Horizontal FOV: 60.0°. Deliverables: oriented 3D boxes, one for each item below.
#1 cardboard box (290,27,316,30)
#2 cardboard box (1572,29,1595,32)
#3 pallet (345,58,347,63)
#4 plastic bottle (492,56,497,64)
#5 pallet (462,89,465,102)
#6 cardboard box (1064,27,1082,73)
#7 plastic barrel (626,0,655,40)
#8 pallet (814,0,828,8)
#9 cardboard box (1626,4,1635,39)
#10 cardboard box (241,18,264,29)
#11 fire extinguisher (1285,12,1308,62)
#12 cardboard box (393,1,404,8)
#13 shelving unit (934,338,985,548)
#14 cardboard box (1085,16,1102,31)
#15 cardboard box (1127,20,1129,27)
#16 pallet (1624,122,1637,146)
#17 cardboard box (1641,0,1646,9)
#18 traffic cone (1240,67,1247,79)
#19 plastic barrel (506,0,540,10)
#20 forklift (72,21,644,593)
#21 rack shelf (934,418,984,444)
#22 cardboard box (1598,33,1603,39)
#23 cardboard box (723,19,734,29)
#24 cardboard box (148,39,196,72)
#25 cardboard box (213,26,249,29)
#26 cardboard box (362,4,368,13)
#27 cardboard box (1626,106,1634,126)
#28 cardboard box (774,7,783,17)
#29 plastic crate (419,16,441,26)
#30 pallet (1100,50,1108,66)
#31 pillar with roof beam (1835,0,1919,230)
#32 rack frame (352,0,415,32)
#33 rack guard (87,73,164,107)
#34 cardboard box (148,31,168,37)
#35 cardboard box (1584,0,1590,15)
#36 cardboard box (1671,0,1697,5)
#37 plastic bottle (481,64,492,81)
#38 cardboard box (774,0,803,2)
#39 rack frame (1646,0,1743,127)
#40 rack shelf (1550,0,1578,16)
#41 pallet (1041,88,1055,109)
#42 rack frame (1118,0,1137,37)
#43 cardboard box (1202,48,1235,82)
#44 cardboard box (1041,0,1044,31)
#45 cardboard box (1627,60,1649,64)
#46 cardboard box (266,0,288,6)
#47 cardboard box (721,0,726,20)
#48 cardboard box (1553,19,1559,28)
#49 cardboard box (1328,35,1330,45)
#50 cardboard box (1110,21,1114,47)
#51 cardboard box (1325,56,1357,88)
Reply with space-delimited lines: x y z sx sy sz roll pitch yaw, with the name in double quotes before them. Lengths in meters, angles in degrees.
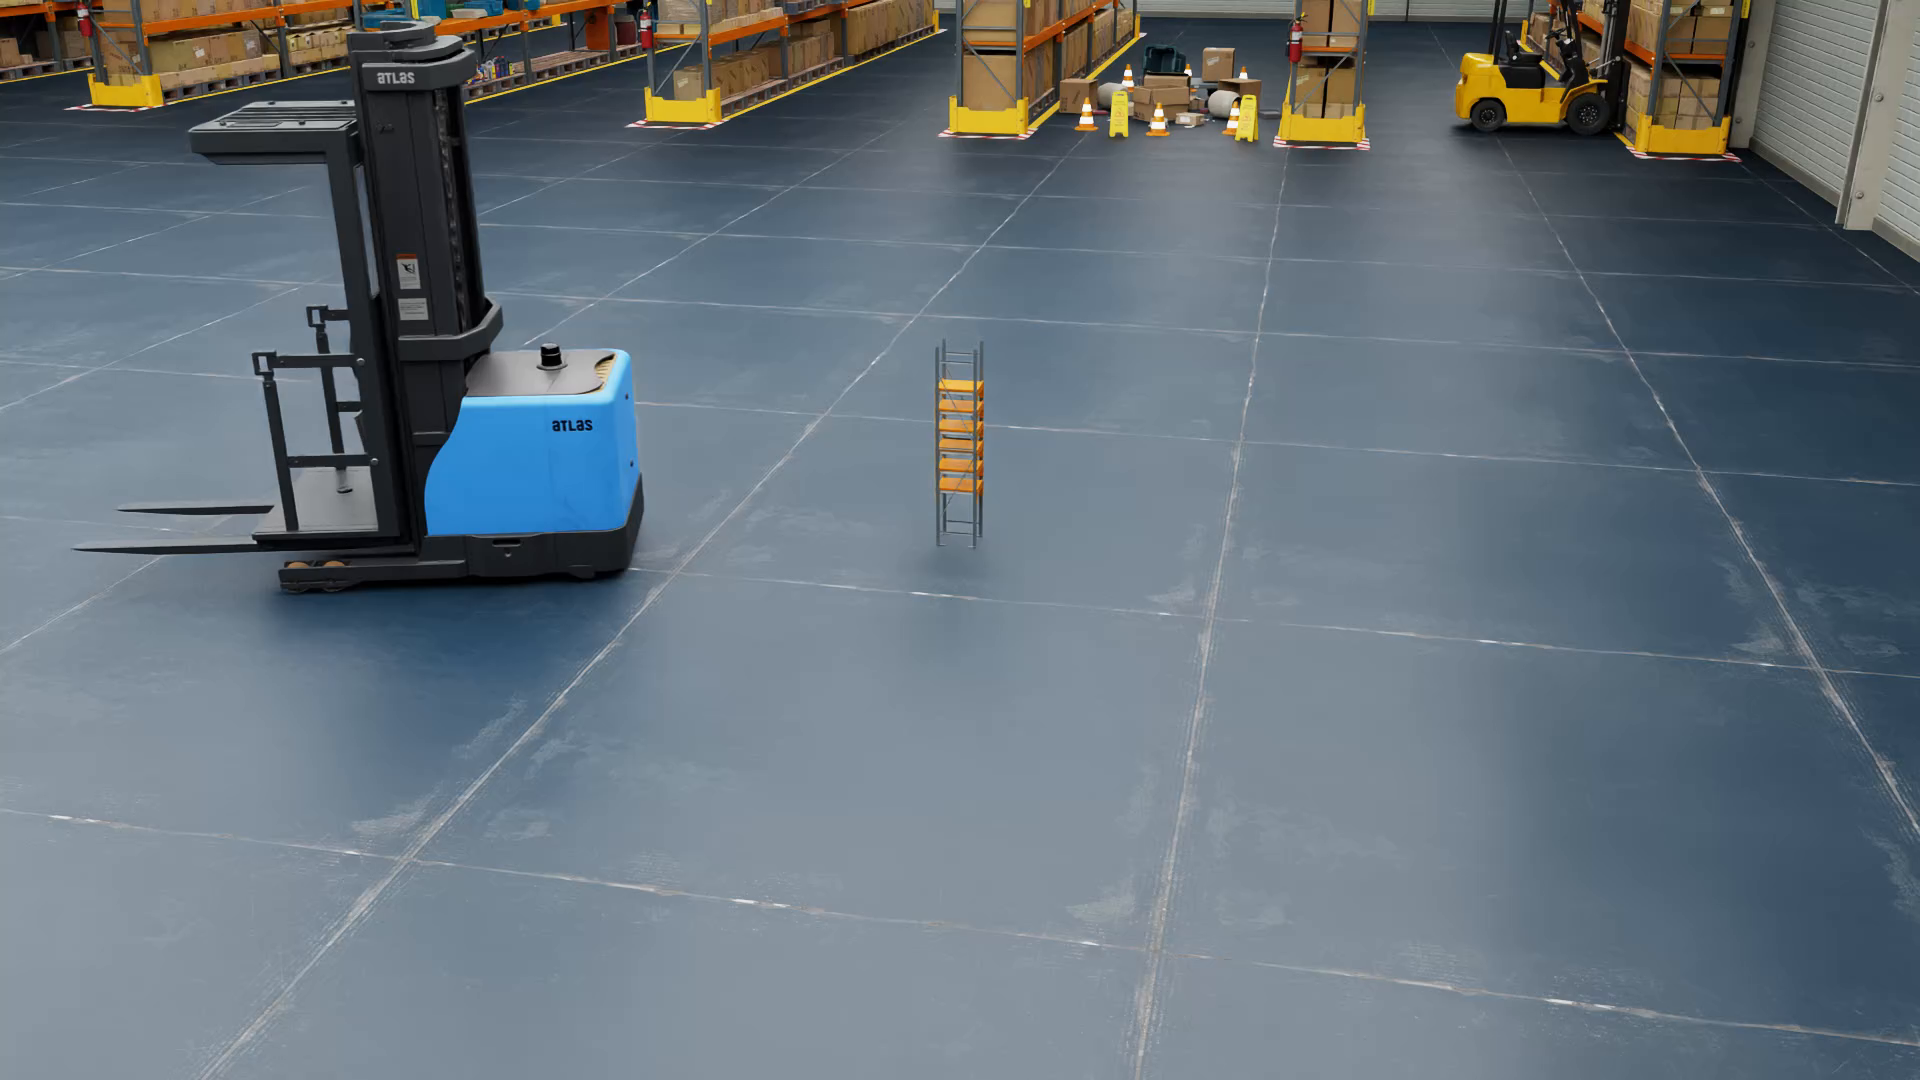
"cardboard box" -13.162 -10.151 33.412 0.500 0.311 0.500 4 22 10
"cardboard box" 11.874 -9.644 31.699 0.380 0.149 0.250 5 22 12
"pallet" -12.664 -10.117 34.690 1.003 0.211 1.213 4 22 11
"plastic bottle" -8.416 -8.595 30.137 0.144 0.351 0.185 4 22 11
"pallet" -9.102 -7.438 28.040 1.003 0.211 1.213 4 22 11
"cardboard box" 1.687 -9.152 31.012 1.050 0.750 0.750 5 22 12
"plastic barrel" -7.066 -11.557 36.781 0.600 0.901 0.708 4 22 11
"pallet" -3.125 -10.136 31.262 1.003 0.211 1.213 4 22 11
"cardboard box" 10.446 -7.883 25.279 0.500 0.500 0.500 4 22 10
"cardboard box" -16.676 -12.172 38.377 0.750 0.750 0.750 5 23 13
"fire extinguisher" 4.834 -7.228 23.889 0.296 0.674 0.183 4 22 11
"cardboard box" -12.285 -11.856 37.030 0.500 0.250 0.500 4 22 10
"shelving unit" -0.003 -0.551 9.616 0.258 1.200 0.189 4 22 11
"cardboard box" 2.555 -10.339 33.290 0.500 0.250 0.500 4 22 10
"cardboard box" 3.681 -11.877 38.186 0.380 0.149 0.250 5 22 12
"pallet" 10.283 -5.883 24.178 1.003 0.211 1.213 4 22 11
"cardboard box" 10.202 -7.860 24.352 0.380 0.149 0.250 5 22 11
"traffic cone" 5.007 -8.117 29.388 0.336 0.463 0.334 4 22 11
"plastic barrel" -8.051 -10.217 30.536 0.600 0.901 0.708 4 22 11
"forklift" -3.398 -1.274 9.093 3.031 2.935 1.130 -2 22 -4
"rack shelf" -0.003 -0.621 9.588 0.258 0.103 0.180 4 22 11
"cardboard box" 12.265 -9.515 31.378 0.380 0.149 0.250 5 22 12
"cardboard box" -3.878 -8.360 26.931 0.380 0.149 0.250 4 22 11
"cardboard box" -13.663 -8.412 28.839 0.500 0.500 0.500 4 22 11
"cardboard box" -13.675 -9.367 31.211 0.500 0.500 0.500 4 22 11
"cardboard box" -15.721 -13.782 42.843 0.700 0.500 0.500 4 22 11
"cardboard box" 10.065 -6.190 24.326 0.500 0.250 0.500 4 22 11
"cardboard box" -3.333 -9.271 29.195 0.380 0.149 0.250 4 22 11
"plastic crate" -8.745 -8.584 27.505 0.298 0.136 0.250 4 22 11
"pallet" 2.486 -9.974 34.335 1.003 0.211 1.213 4 22 11
"pillar with roof beam" 5.754 -7.996 17.662 9.100 9.000 0.400 4 22 11
"rack frame" -9.242 -8.403 26.704 1.000 3.000 0.127 4 22 11
"rack guard" -14.095 -7.614 28.090 1.175 0.500 0.348 4 22 11
"cardboard box" -17.404 -10.862 35.565 0.700 0.500 0.500 5 22 12
"cardboard box" 11.363 -9.422 29.435 0.500 0.250 0.500 4 22 10
"cardboard box" 10.035 -7.526 23.124 0.380 0.149 0.250 5 22 11
"plastic bottle" -8.417 -8.302 29.509 0.152 0.276 0.135 5 22 12
"cardboard box" -3.278 -10.242 29.903 1.000 1.000 1.000 5 22 11
"rack frame" 10.168 -6.893 22.955 1.000 3.000 0.127 4 22 11
"rack shelf" 12.209 -10.217 32.170 1.077 0.370 4.000 4 22 11
"pallet" 1.026 -7.508 28.214 1.003 0.211 1.213 4 22 11
"rack frame" 3.706 -13.462 39.265 1.000 3.000 0.127 4 22 11
"cardboard box" 4.376 -8.050 28.158 0.500 0.500 0.500 4 22 11
"cardboard box" 0.869 -8.415 26.531 0.875 0.550 0.500 4 22 11
"cardboard box" 10.374 -7.217 25.539 0.500 0.250 0.500 5 23 13
"cardboard box" -13.217 -10.359 31.761 0.500 0.250 0.500 6 23 14
"cardboard box" -4.270 -8.601 26.663 0.875 0.500 0.500 4 22 11
"cardboard box" 12.283 -10.507 33.844 0.380 0.149 0.250 6 23 13
"cardboard box" 5.618 -7.356 24.439 0.380 0.149 0.250 5 22 12
"cardboard box" 2.986 -10.745 35.302 0.500 0.500 0.500 4 22 10
"cardboard box" 6.061 -7.391 26.304 0.500 0.500 0.500 6 23 14
